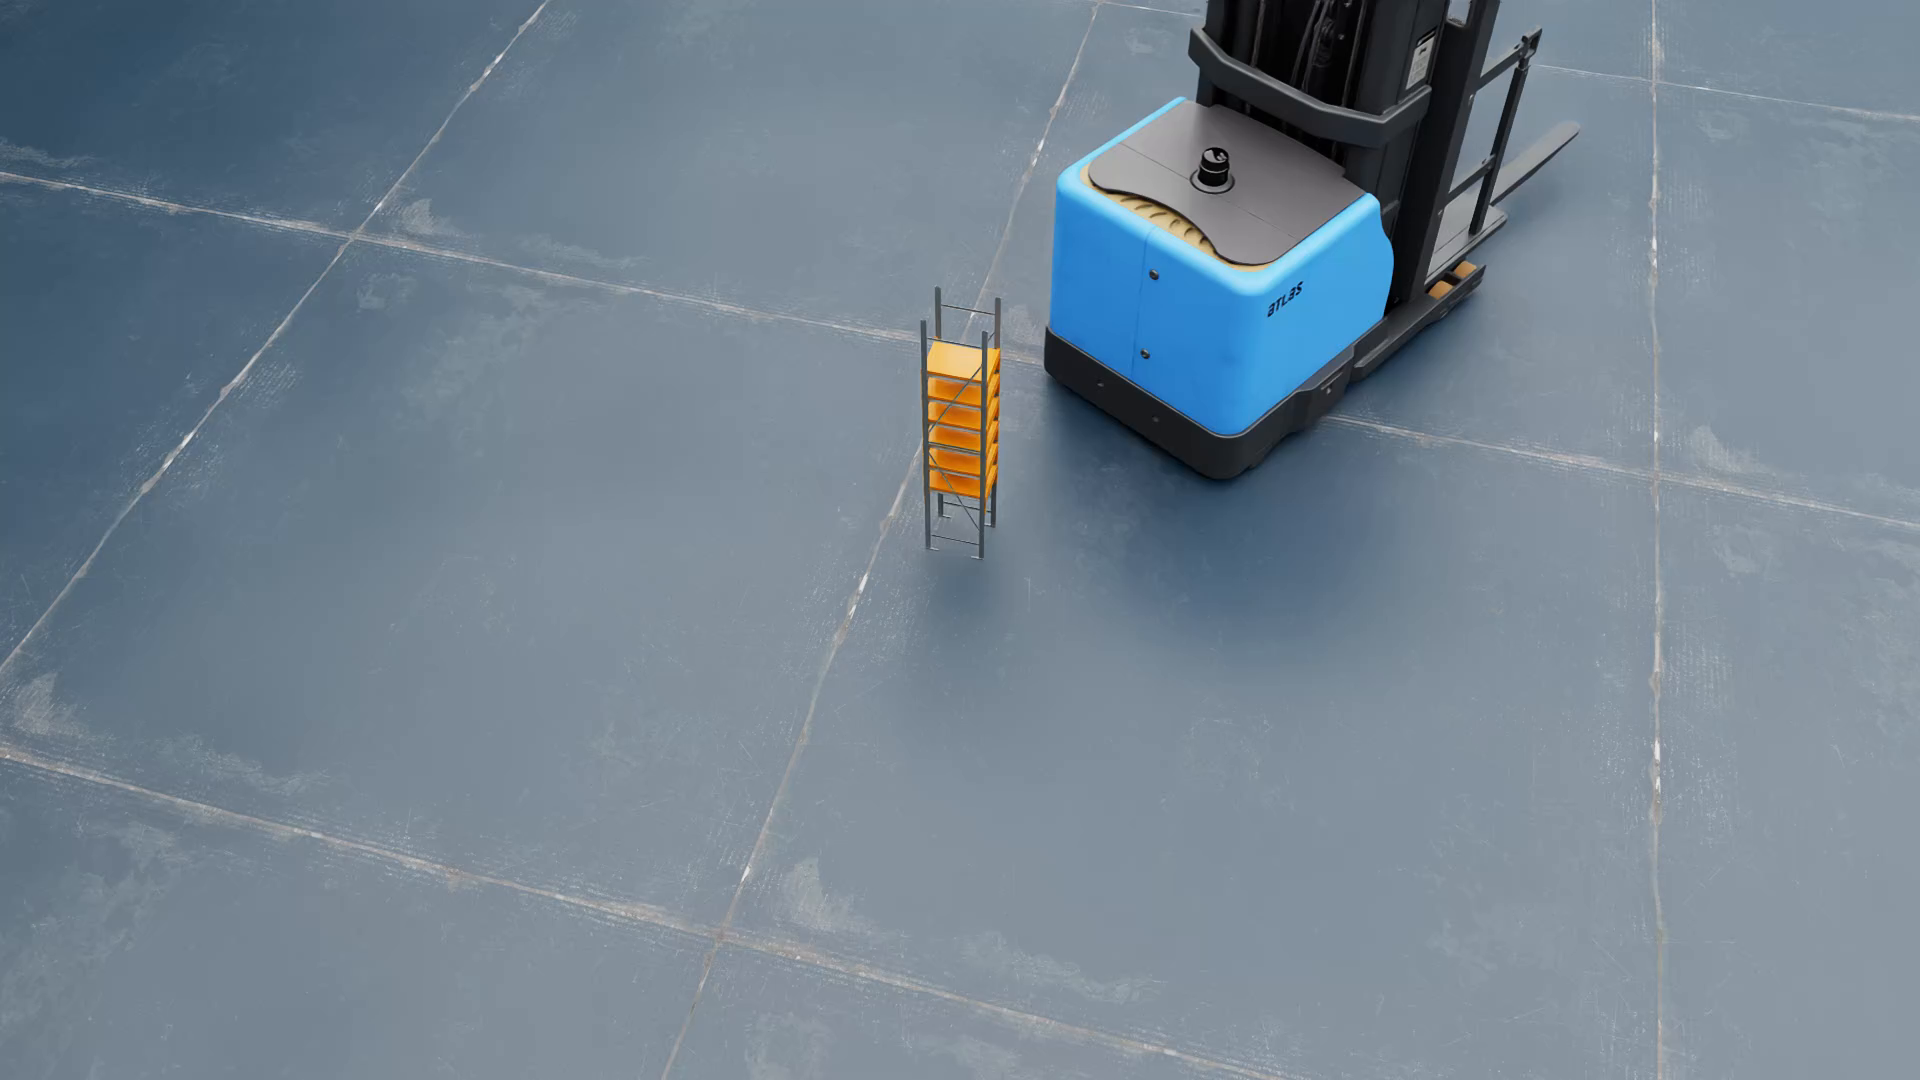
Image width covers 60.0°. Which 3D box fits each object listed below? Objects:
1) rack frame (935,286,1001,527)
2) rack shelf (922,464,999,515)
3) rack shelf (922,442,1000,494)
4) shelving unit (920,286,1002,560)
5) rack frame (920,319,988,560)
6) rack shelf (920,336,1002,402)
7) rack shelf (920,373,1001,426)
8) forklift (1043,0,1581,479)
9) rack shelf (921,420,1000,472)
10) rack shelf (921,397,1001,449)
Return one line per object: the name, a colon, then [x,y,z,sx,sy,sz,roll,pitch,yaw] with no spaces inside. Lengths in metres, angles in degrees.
rack frame: [0.028,-0.474,6.287,0.240,1.200,0.006,12,50,10]
rack shelf: [0.004,-0.219,6.442,0.258,0.103,0.180,12,50,10]
rack shelf: [0.004,-0.299,6.352,0.258,0.103,0.180,12,50,10]
shelving unit: [0.004,-0.407,6.228,0.258,1.200,0.189,12,50,10]
rack frame: [-0.020,-0.341,6.170,0.240,1.200,0.006,12,50,10]
rack shelf: [0.004,-0.616,5.992,0.258,0.103,0.180,12,50,10]
rack shelf: [0.004,-0.537,6.082,0.258,0.103,0.180,12,50,10]
forklift: [1.754,-2.223,6.676,1.130,2.935,3.031,36,58,28]
rack shelf: [0.004,-0.378,6.262,0.258,0.103,0.180,12,50,10]
rack shelf: [0.004,-0.458,6.172,0.258,0.103,0.180,12,50,10]
